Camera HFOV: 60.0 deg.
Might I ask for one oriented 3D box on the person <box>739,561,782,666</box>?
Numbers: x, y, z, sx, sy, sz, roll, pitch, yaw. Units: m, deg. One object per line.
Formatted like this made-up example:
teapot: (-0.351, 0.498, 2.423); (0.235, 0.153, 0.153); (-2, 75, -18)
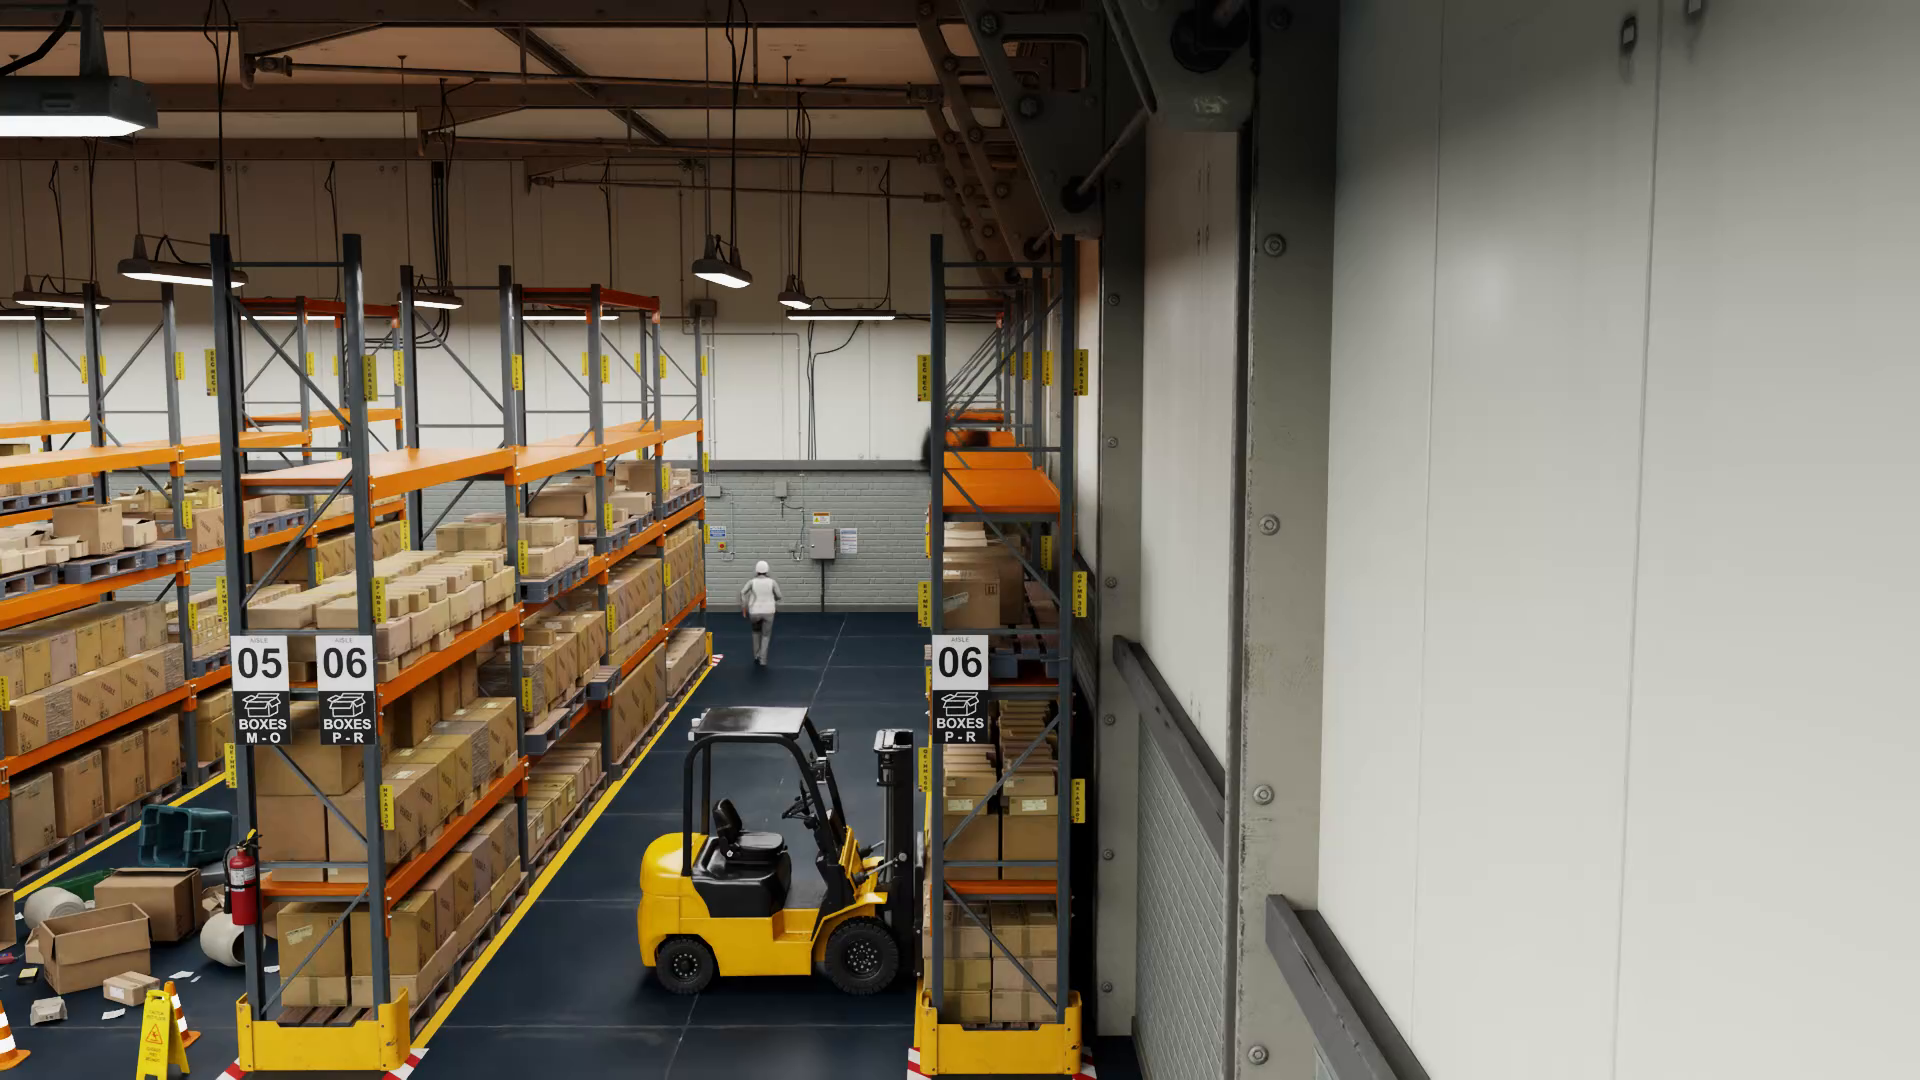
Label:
person: (-3.300, 1.249, 27.617); (0.683, 1.802, 0.816); (0, 6, 0)
